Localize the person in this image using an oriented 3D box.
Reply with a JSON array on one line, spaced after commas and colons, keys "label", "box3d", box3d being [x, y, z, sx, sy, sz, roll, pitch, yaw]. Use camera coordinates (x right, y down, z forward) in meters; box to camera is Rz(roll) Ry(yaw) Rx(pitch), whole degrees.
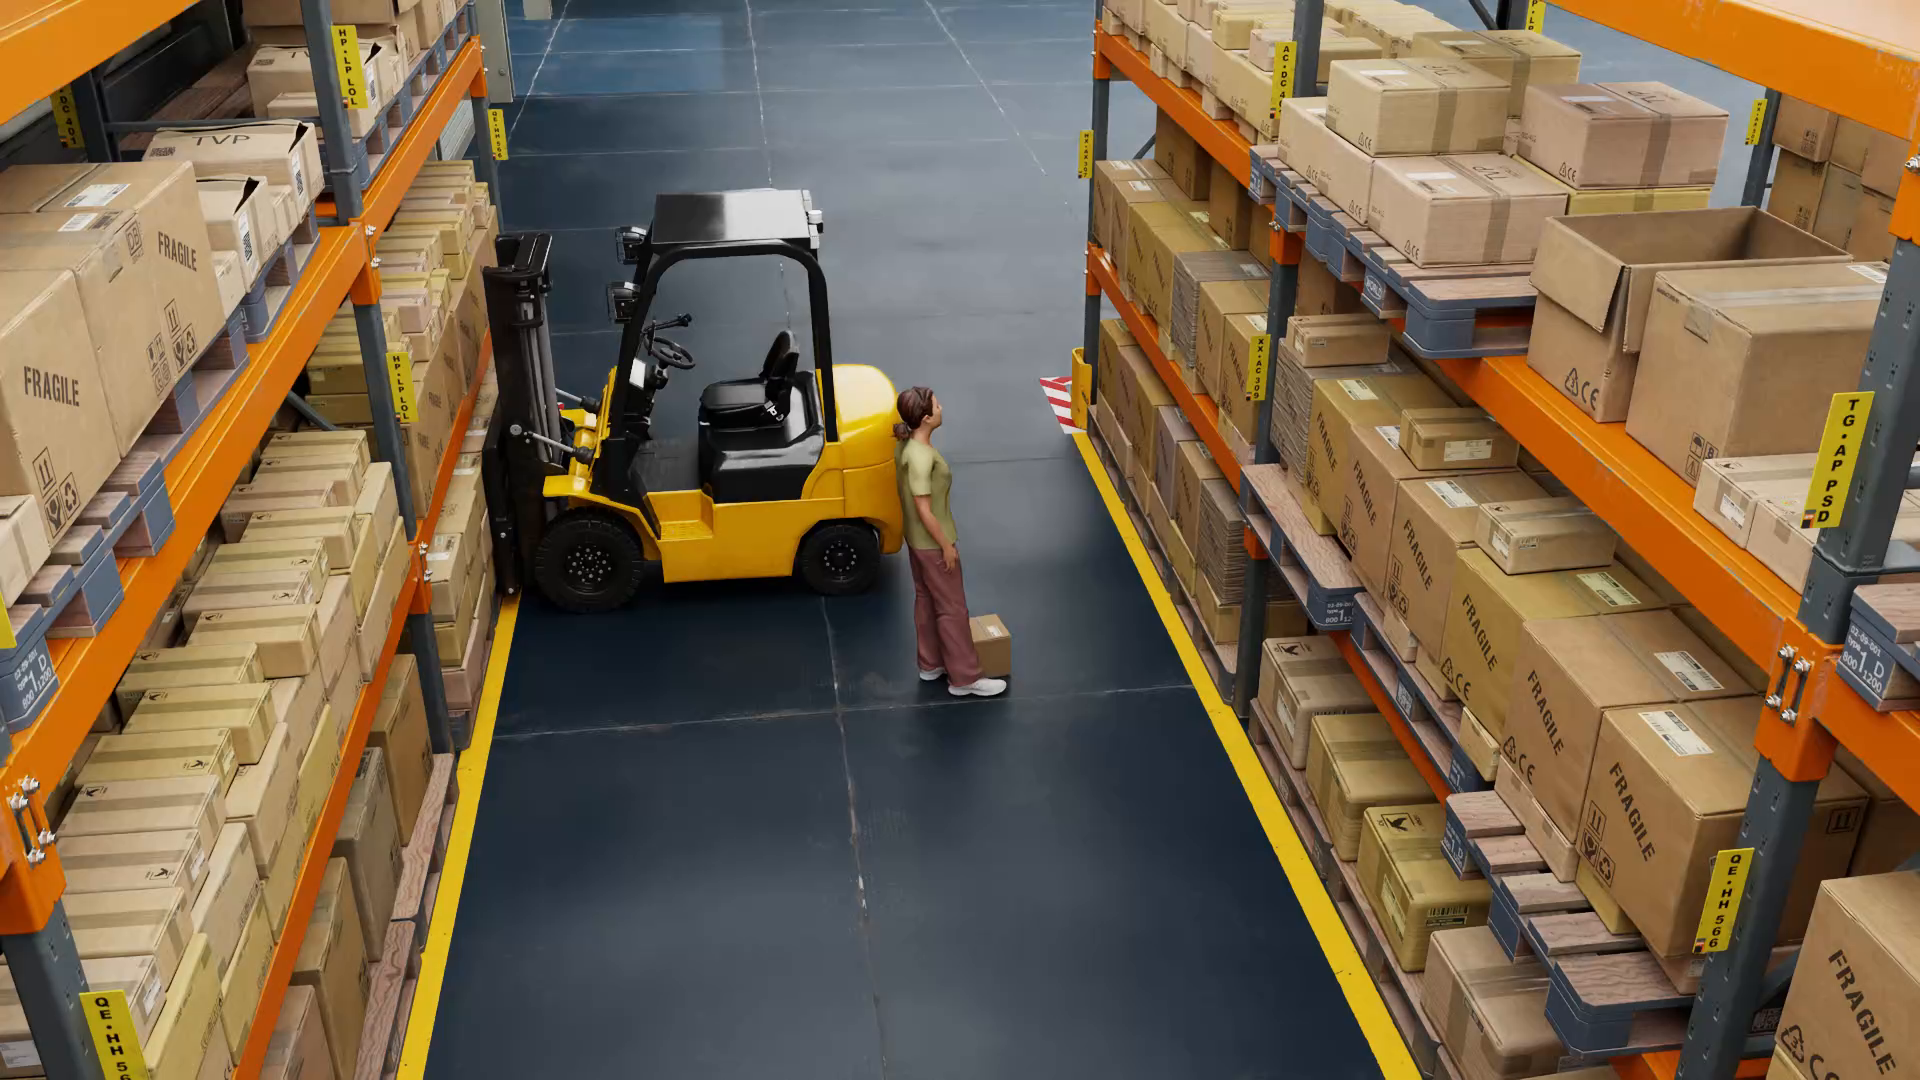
[{"label": "person", "box3d": [-0.080, -0.012, 8.623, 0.547, 1.673, 0.553, -7, 28, -14]}]
